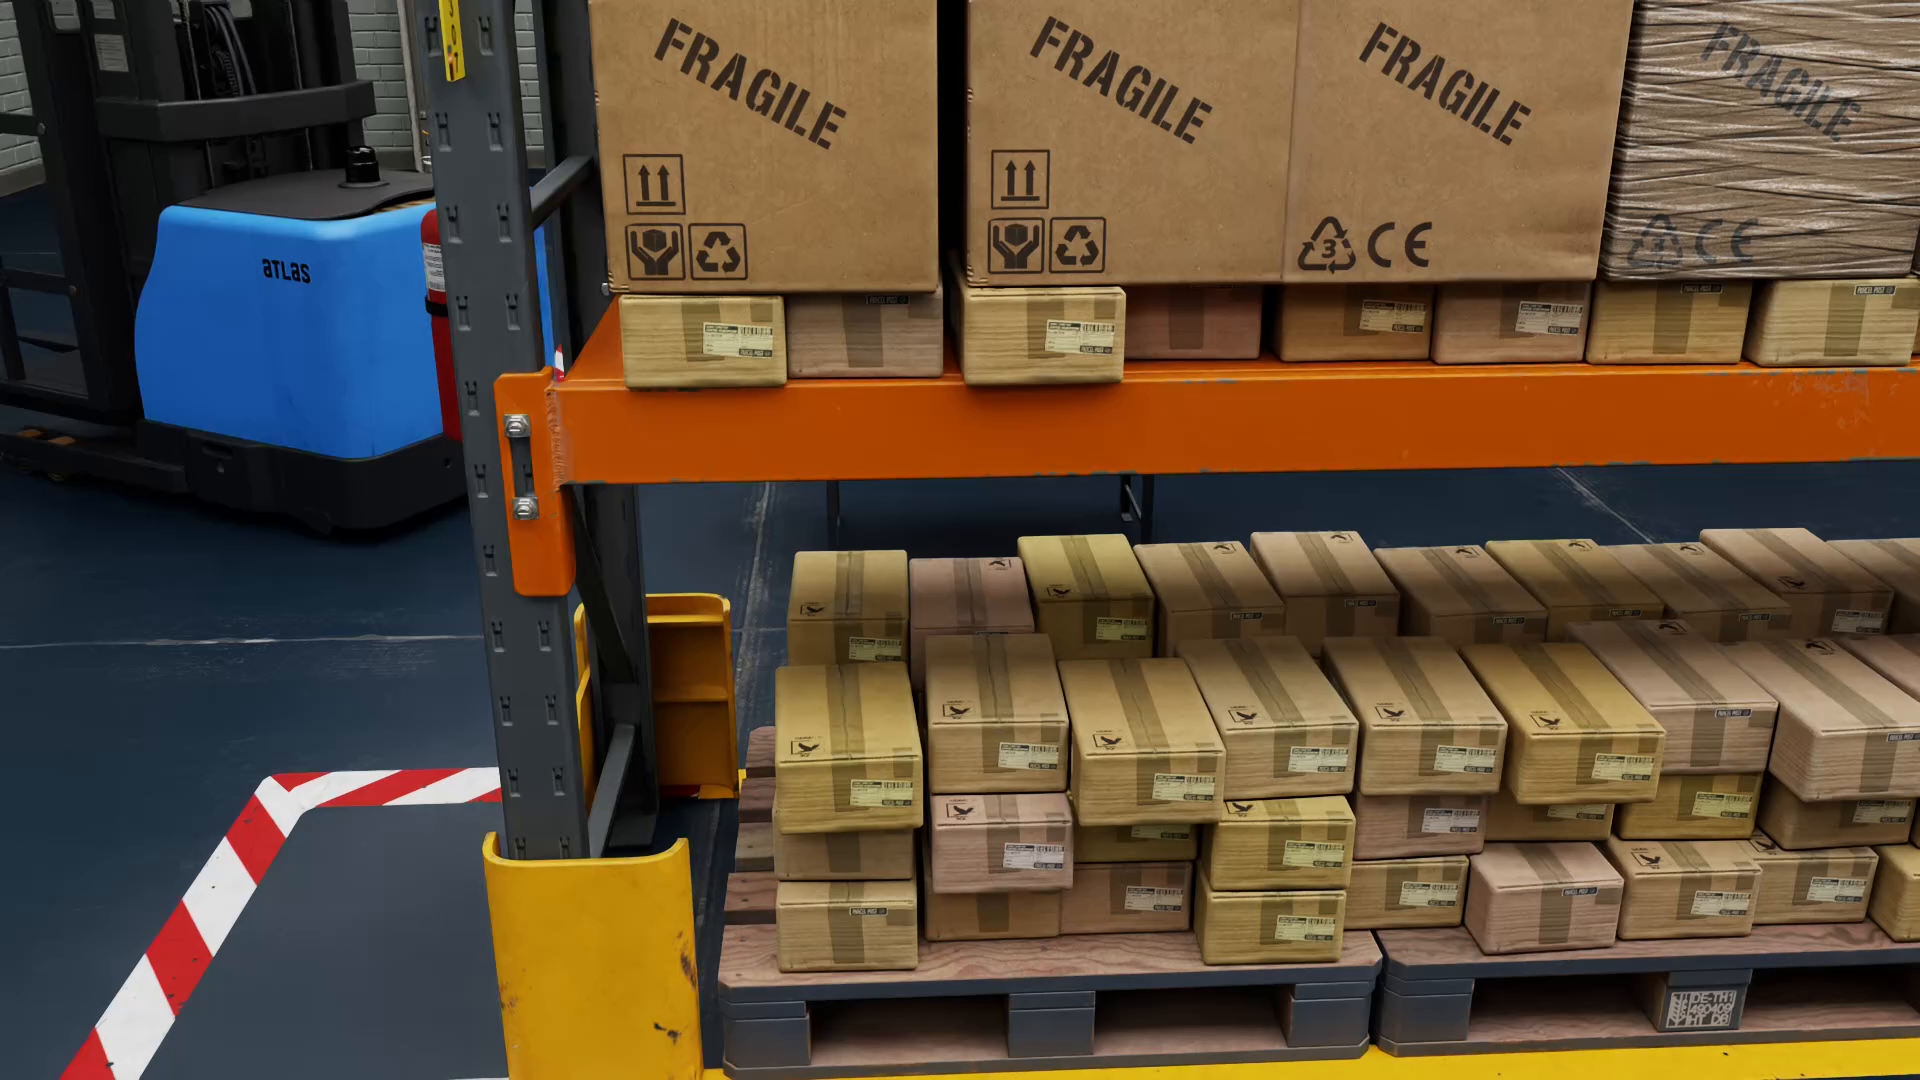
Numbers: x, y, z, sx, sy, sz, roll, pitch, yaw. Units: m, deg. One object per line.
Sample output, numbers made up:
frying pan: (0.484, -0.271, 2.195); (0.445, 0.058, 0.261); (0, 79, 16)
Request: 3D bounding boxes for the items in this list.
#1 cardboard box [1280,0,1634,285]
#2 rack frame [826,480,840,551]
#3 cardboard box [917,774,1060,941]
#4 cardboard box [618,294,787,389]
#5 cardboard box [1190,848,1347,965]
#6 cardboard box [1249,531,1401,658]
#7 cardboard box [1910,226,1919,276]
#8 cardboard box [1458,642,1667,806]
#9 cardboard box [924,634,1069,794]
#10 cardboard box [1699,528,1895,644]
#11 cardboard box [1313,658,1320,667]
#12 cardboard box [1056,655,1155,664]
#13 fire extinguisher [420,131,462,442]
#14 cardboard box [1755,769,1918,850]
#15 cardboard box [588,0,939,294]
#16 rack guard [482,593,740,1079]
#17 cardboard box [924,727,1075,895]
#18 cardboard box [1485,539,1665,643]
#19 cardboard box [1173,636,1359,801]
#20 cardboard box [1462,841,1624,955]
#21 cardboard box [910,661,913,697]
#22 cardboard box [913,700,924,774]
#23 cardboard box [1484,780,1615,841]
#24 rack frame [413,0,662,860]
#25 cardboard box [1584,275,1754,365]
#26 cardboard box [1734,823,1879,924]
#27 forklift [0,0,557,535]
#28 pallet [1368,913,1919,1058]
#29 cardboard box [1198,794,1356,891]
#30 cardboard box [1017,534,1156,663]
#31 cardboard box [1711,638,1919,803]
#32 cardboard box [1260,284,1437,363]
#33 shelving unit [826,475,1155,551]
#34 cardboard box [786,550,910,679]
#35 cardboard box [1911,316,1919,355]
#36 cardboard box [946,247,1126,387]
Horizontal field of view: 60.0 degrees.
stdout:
cardboard box: (0.737, -0.721, 2.739); (0.500, 0.500, 0.500); (-1, 21, -2)
rack frame: (-0.422, -0.692, 5.332); (0.032, 1.500, 0.500); (-1, 21, -3)
cardboard box: (0.049, 0.606, 3.229); (0.250, 0.149, 0.380); (-1, 21, -3)
cardboard box: (-0.407, -0.371, 2.733); (0.250, 0.149, 0.380); (-1, 21, -3)
cardboard box: (0.558, 0.633, 3.160); (0.250, 0.149, 0.380); (-1, 21, -2)
cardboard box: (0.797, 0.116, 3.682); (0.250, 0.149, 0.380); (0, 21, -1)
cardboard box: (1.762, -0.736, 2.779); (0.500, 0.500, 0.500); (-1, 21, -3)
cardboard box: (1.106, 0.336, 3.104); (0.250, 0.149, 0.380); (-1, 21, -2)
cardboard box: (0.062, 0.321, 3.142); (0.250, 0.149, 0.380); (-1, 21, -2)
cardboard box: (1.842, 0.108, 3.701); (0.250, 0.149, 0.380); (-1, 21, -2)
cardboard box: (0.796, 0.260, 3.720); (0.250, 0.149, 0.380); (-1, 21, -2)
cardboard box: (0.280, 0.275, 3.681); (0.250, 0.149, 0.380); (-2, 21, -5)
fire extinguisher: (-1.027, -0.547, 3.474); (0.183, 0.674, 0.296); (-1, 21, -3)
cardboard box: (1.634, 0.439, 3.251); (0.250, 0.149, 0.380); (-2, 21, -6)
cardboard box: (-0.285, -0.695, 2.673); (0.500, 0.500, 0.500); (0, 21, 0)
rack guard: (-0.673, 0.568, 3.426); (0.348, 0.500, 1.175); (-1, 21, -3)
cardboard box: (0.065, 0.494, 3.107); (0.250, 0.149, 0.380); (-1, 21, -3)
cardboard box: (1.327, 0.134, 3.633); (0.250, 0.149, 0.380); (-1, 21, -3)
cardboard box: (0.563, 0.327, 3.126); (0.250, 0.149, 0.380); (-2, 21, -6)
cardboard box: (1.061, 0.619, 3.195); (0.250, 0.149, 0.380); (-2, 21, -6)
cardboard box: (-0.239, 0.286, 3.651); (0.250, 0.149, 0.380); (-2, 21, -5)
cardboard box: (0.015, 0.412, 3.741); (0.250, 0.149, 0.380); (-1, 21, -1)
cardboard box: (1.095, 0.431, 3.271); (0.250, 0.149, 0.380); (0, 21, 0)
rack frame: (-0.749, -0.598, 2.977); (0.127, 3.000, 1.000); (-1, 21, -3)
cardboard box: (1.147, -0.421, 2.864); (0.250, 0.149, 0.380); (0, 21, -1)
cardboard box: (1.574, 0.588, 3.278); (0.250, 0.149, 0.380); (-1, 21, -2)
forklift: (-3.035, -1.741, 6.075); (3.031, 2.935, 1.130); (11, 23, 26)
pallet: (1.355, 0.676, 3.550); (1.213, 0.211, 1.003); (-1, 21, -3)
cardboard box: (0.567, 0.491, 3.115); (0.250, 0.149, 0.380); (-1, 21, -1)
cardboard box: (0.270, 0.124, 3.661); (0.250, 0.149, 0.380); (-2, 21, -4)
cardboard box: (1.606, 0.331, 3.117); (0.250, 0.149, 0.380); (-2, 21, -5)
cardboard box: (0.639, -0.428, 2.883); (0.250, 0.149, 0.380); (-1, 21, -4)
shelving unit: (0.085, -0.703, 5.359); (1.048, 1.500, 0.538); (-1, 21, -3)
cardboard box: (-0.235, 0.159, 3.569); (0.250, 0.149, 0.380); (-1, 21, -2)
cardboard box: (1.666, -0.446, 2.931); (0.250, 0.149, 0.380); (-1, 21, -4)
cardboard box: (0.116, -0.378, 2.750); (0.250, 0.149, 0.380); (-2, 21, -5)
